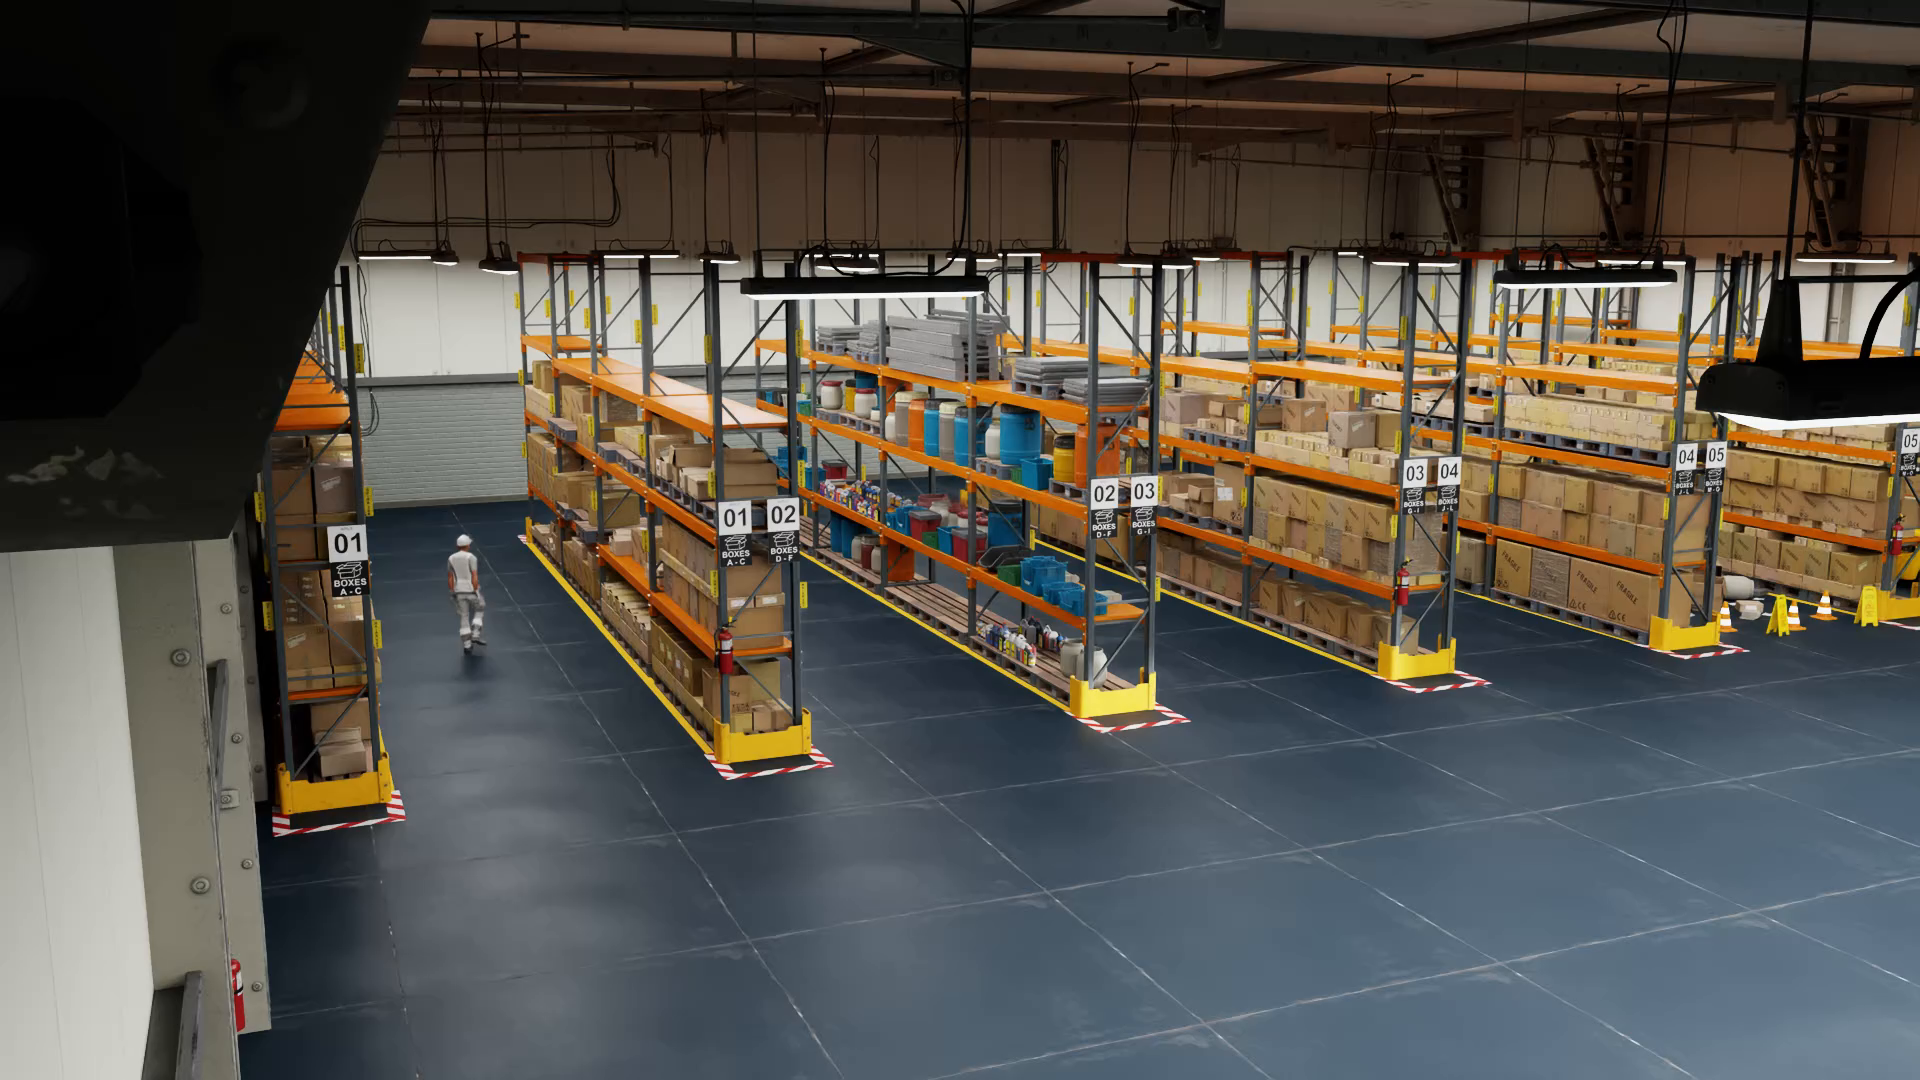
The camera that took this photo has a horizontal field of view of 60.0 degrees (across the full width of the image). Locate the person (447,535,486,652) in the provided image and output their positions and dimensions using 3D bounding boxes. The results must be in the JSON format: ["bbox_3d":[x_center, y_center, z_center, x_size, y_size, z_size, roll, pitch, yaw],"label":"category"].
[{"bbox_3d":[-7.613,0.809,25.603,0.540,1.768,0.501,-1,10,-8],"label":"person"}]
